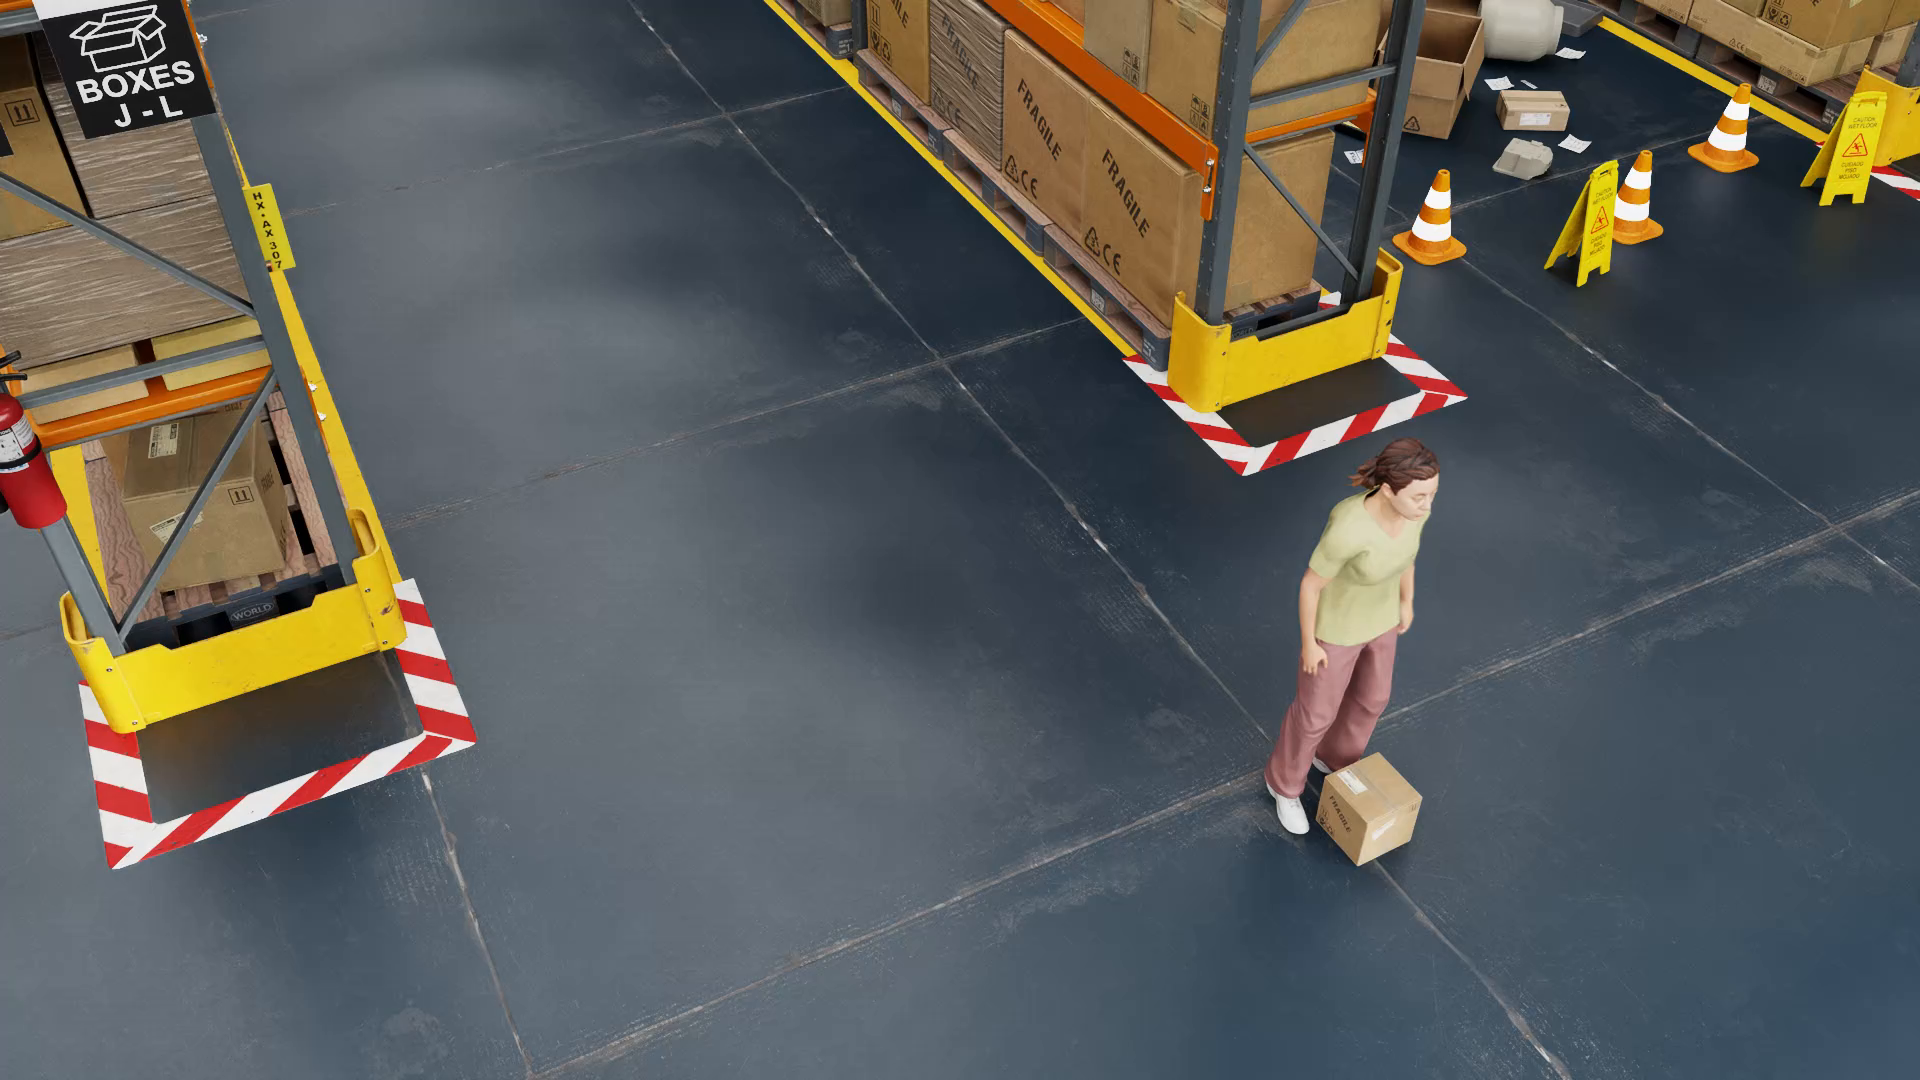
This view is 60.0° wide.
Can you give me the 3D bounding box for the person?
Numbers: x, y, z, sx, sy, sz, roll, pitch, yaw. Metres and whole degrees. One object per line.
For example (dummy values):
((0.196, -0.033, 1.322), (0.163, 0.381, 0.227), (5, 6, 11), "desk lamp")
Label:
((1.385, 0.310, 5.808), (0.520, 1.673, 0.354), (-21, 46, -22), "person")
